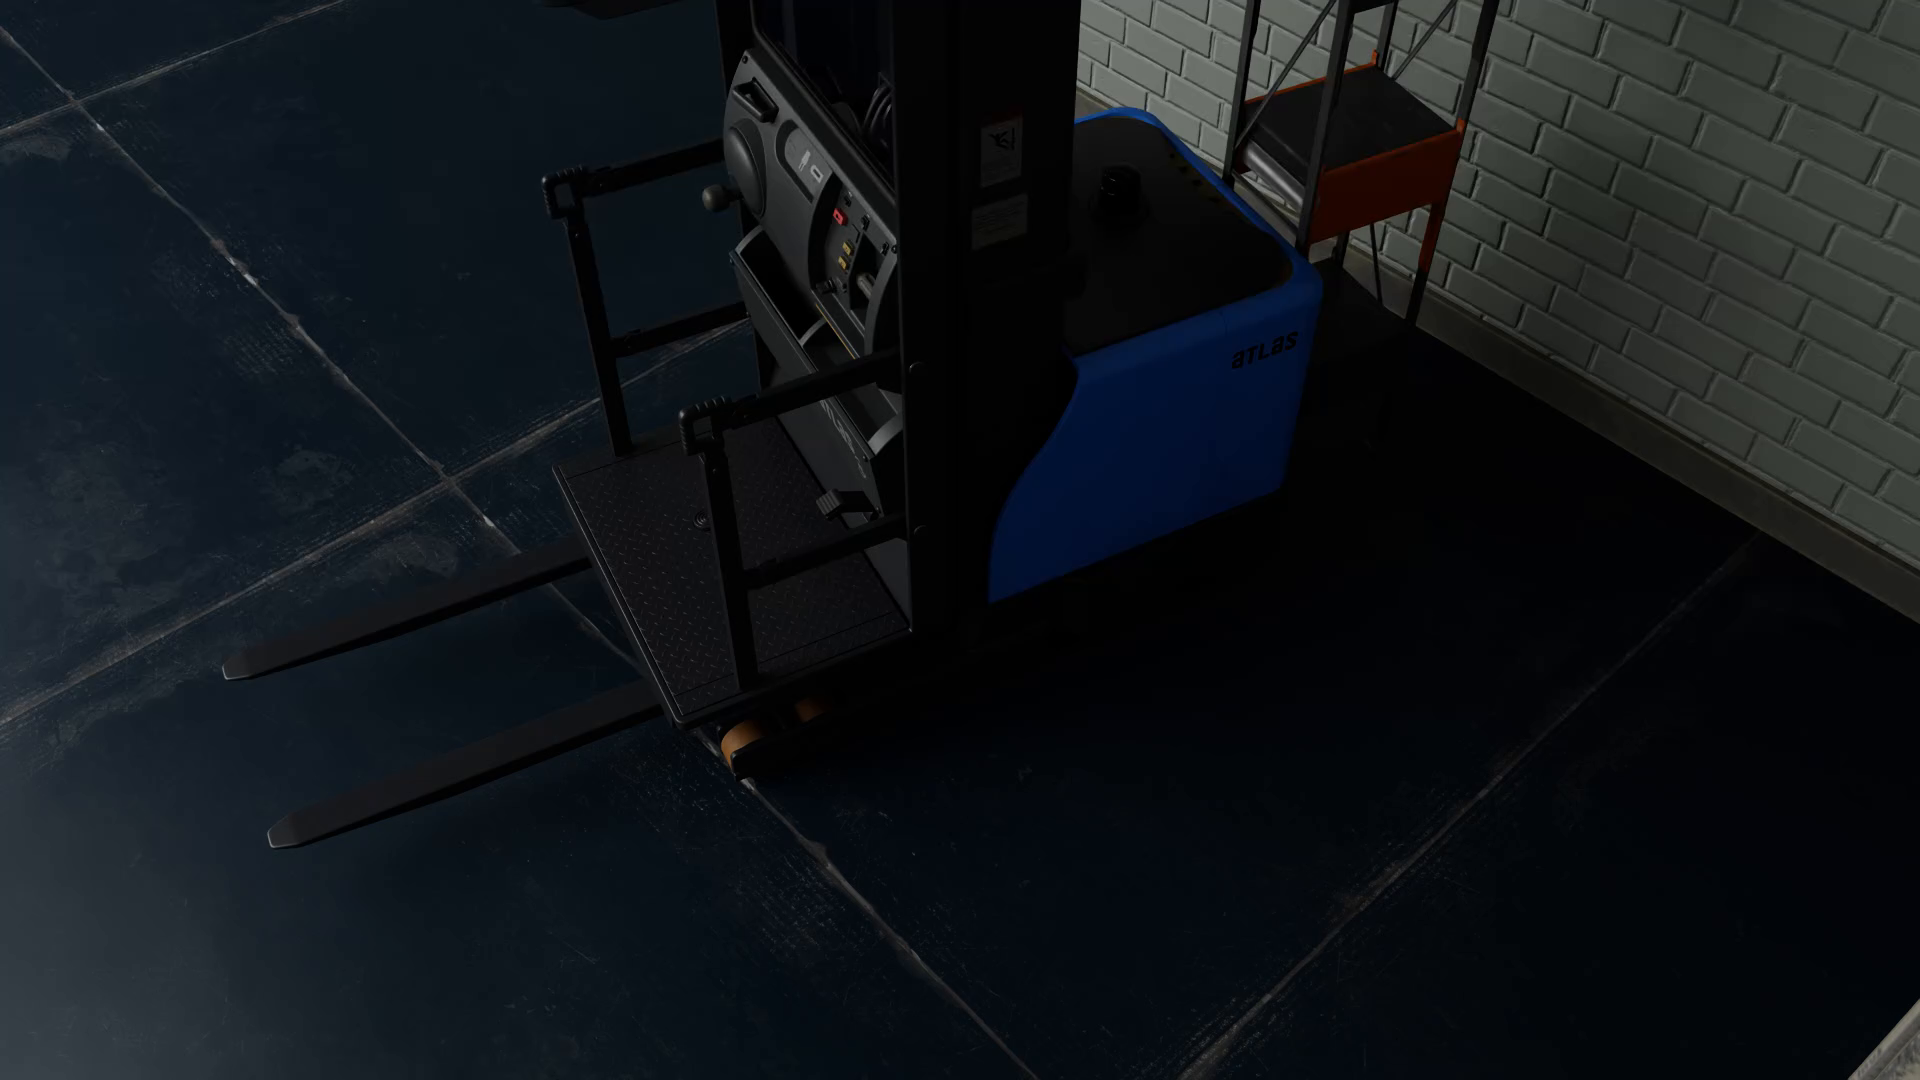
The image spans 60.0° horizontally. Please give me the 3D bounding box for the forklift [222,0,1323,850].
[{"bbox_3d":[-0.555,-0.784,3.979,3.031,2.935,1.130,-21,51,-18],"label":"forklift"}]

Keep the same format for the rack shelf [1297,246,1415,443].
[{"bbox_3d":[1.078,-0.548,5.298,0.480,0.518,0.431,-21,51,-18],"label":"rack shelf"}]

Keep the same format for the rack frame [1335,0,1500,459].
[{"bbox_3d":[1.295,-1.114,4.849,0.015,2.100,0.400,-21,51,-18],"label":"rack frame"}]

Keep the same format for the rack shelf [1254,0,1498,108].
[{"bbox_3d":[1.078,-1.497,4.269,0.480,0.518,0.431,-21,51,-18],"label":"rack shelf"}]

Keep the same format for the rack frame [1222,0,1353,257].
[{"bbox_3d":[0.861,-0.950,4.698,0.015,2.100,0.400,-21,51,-18],"label":"rack frame"}]

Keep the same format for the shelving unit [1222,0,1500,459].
[{"bbox_3d":[1.078,-1.032,4.773,0.503,2.100,0.431,-21,51,-18],"label":"shelving unit"}]

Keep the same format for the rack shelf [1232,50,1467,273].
[{"bbox_3d":[1.078,-1.022,4.783,0.480,0.518,0.431,-21,51,-18],"label":"rack shelf"}]
